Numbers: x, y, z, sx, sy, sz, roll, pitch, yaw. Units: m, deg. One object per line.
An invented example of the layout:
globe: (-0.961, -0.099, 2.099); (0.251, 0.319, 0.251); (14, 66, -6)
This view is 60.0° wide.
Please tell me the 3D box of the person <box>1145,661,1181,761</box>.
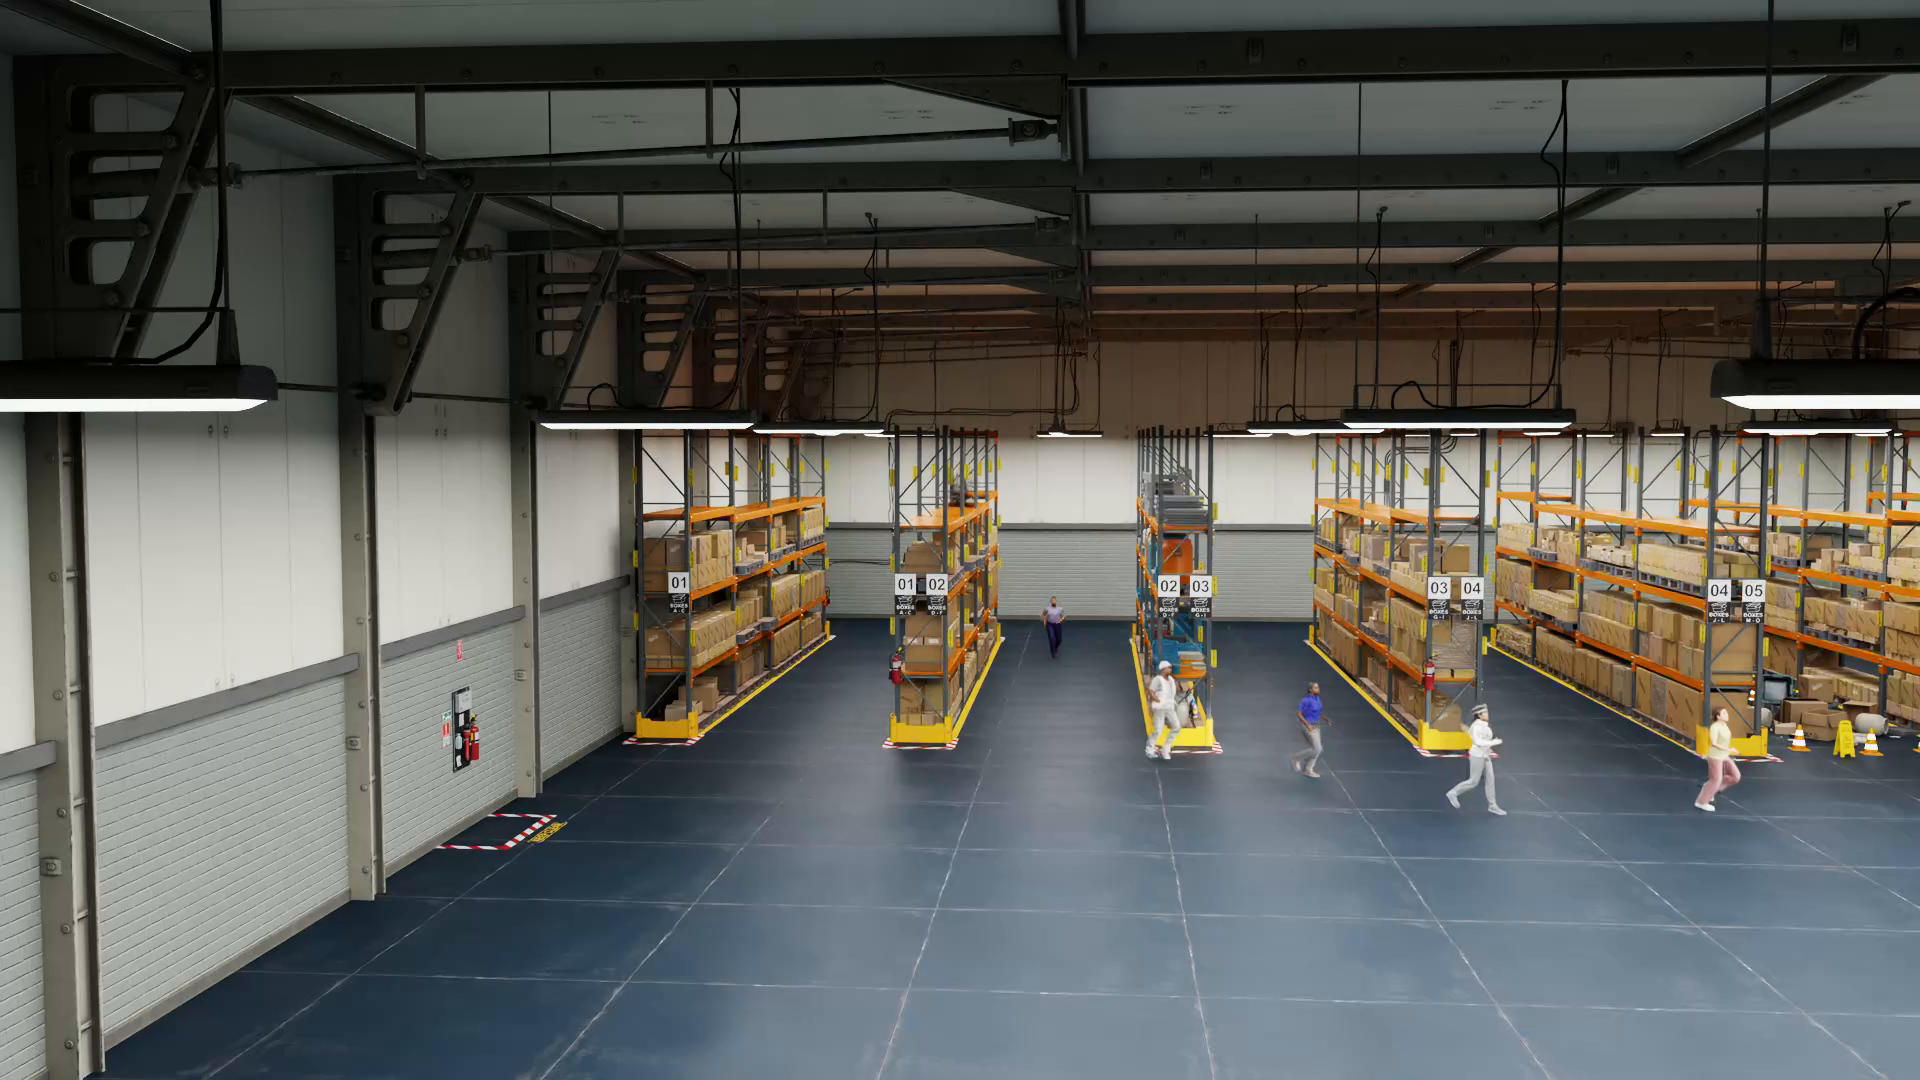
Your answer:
person: (3.702, 3.053, 29.837); (0.750, 1.766, 0.601); (-3, 4, -38)

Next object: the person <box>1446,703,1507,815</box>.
person: (7.911, 3.328, 25.409); (0.899, 1.682, 0.631); (2, 4, 30)

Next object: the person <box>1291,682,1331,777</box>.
person: (5.996, 3.219, 28.333); (0.591, 1.626, 0.570); (3, 4, 37)

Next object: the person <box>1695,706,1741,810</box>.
person: (11.730, 3.371, 25.676); (0.599, 1.620, 0.667); (-3, 5, -42)

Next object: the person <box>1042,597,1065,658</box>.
person: (2.463, 2.288, 43.776); (0.608, 1.609, 0.684); (0, 3, -4)
